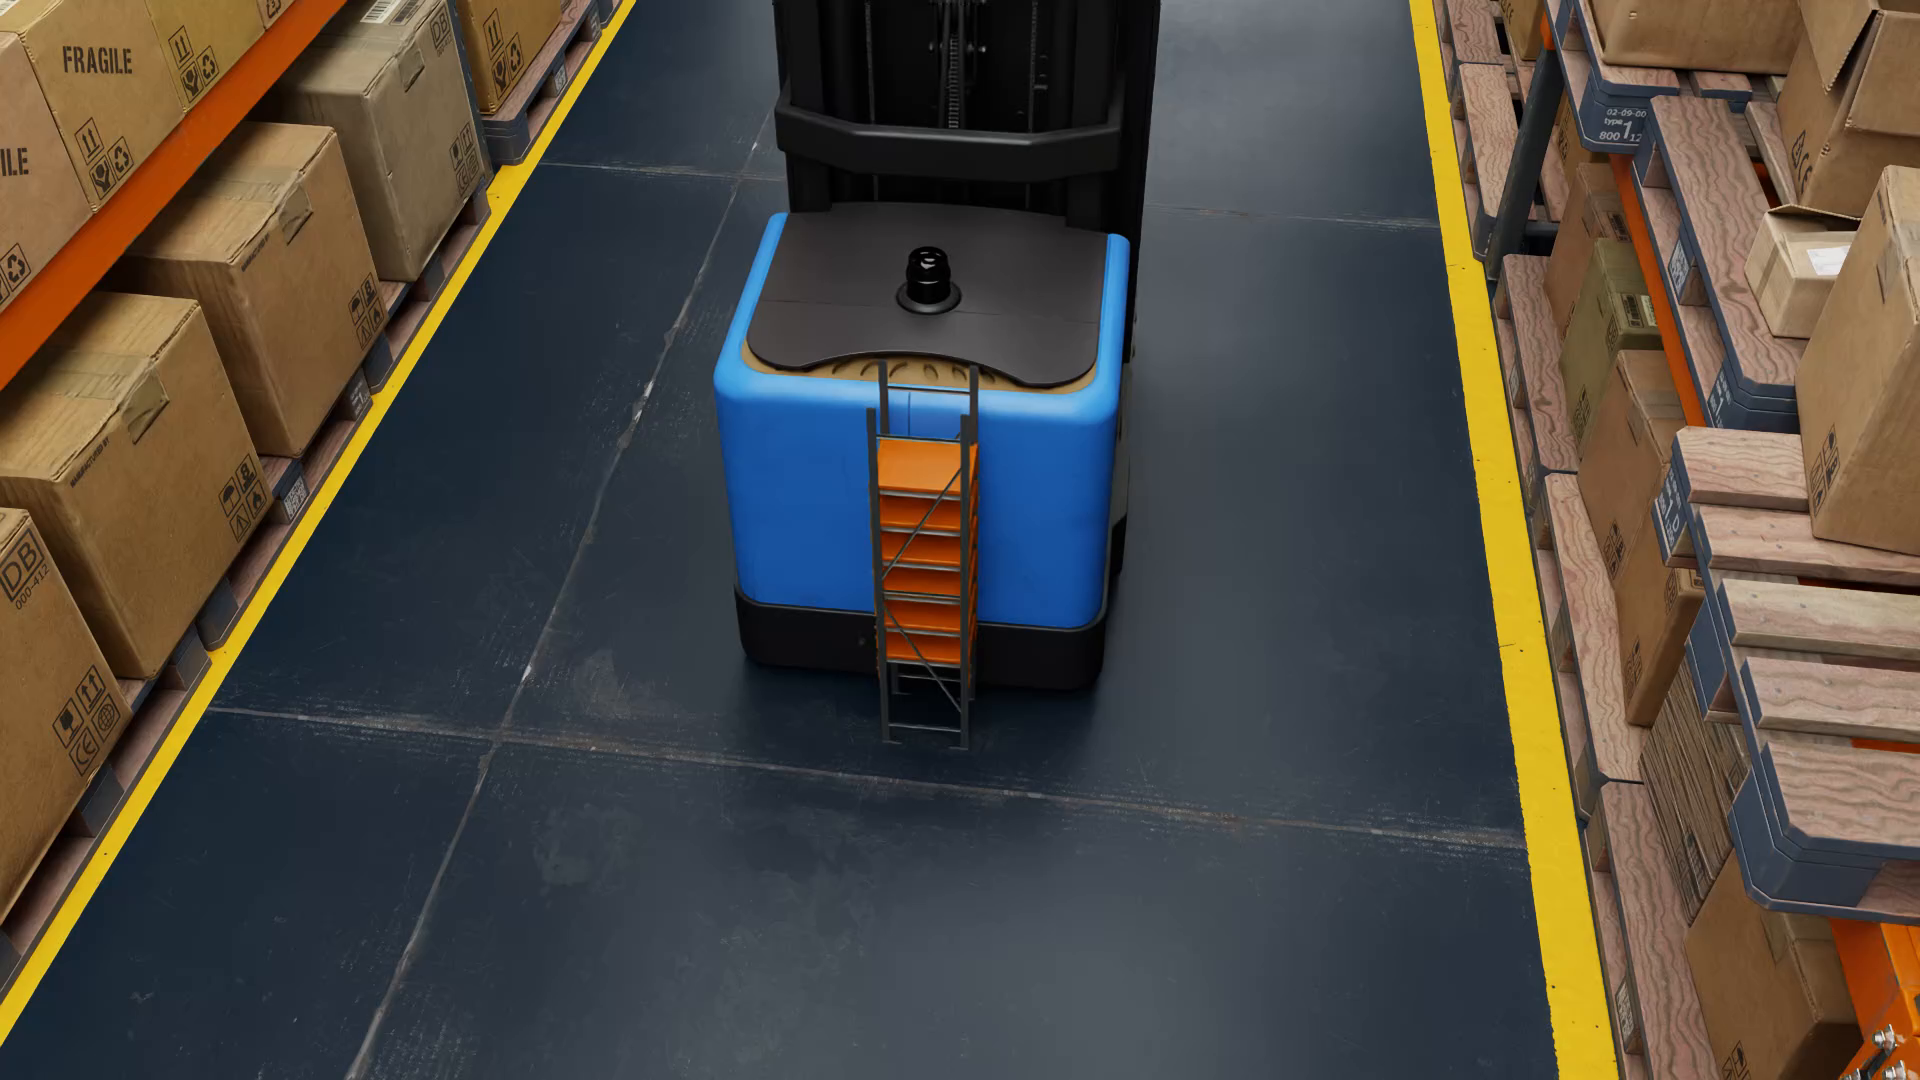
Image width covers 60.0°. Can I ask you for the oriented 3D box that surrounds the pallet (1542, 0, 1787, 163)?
[{"bbox_3d":[2.247,-1.480,4.771,1.003,0.211,1.213,5,44,6],"label":"pallet"}]

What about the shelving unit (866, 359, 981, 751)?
[{"bbox_3d":[-0.086,0.078,4.294,0.258,1.200,0.189,5,44,5],"label":"shelving unit"}]

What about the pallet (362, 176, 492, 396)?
[{"bbox_3d":[-2.438,-1.032,6.186,1.003,0.211,1.213,5,44,6],"label":"pallet"}]

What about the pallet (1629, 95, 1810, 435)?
[{"bbox_3d":[2.185,-0.615,3.857,1.003,0.211,1.213,5,44,6],"label":"pallet"}]

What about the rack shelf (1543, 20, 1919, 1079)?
[{"bbox_3d":[2.228,-0.433,4.049,1.077,0.370,4.000,5,44,6],"label":"rack shelf"}]

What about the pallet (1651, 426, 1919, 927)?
[{"bbox_3d":[1.952,0.243,2.951,1.213,0.211,1.003,5,44,6],"label":"pallet"}]

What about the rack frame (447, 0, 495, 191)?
[{"bbox_3d":[-2.410,-2.577,5.790,1.000,3.000,0.127,5,44,6],"label":"rack frame"}]

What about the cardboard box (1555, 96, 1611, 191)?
[{"bbox_3d":[2.585,-1.571,6.241,0.500,0.500,0.500,4,44,4],"label":"cardboard box"}]

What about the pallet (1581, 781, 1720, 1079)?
[{"bbox_3d":[2.069,1.149,3.883,1.003,0.211,1.213,5,44,6],"label":"pallet"}]

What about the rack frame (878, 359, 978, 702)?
[{"bbox_3d":[-0.076,0.016,4.360,0.240,1.200,0.006,5,44,5],"label":"rack frame"}]

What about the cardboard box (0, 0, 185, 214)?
[{"bbox_3d":[-2.413,-1.199,4.262,0.500,0.500,0.500,5,44,5],"label":"cardboard box"}]

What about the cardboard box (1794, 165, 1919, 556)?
[{"bbox_3d":[1.970,-0.281,2.987,0.700,0.500,0.500,11,45,12],"label":"cardboard box"}]

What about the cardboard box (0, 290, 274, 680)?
[{"bbox_3d":[-2.657,-0.190,4.600,1.050,0.750,0.750,6,44,6],"label":"cardboard box"}]

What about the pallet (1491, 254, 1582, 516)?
[{"bbox_3d":[2.391,-0.514,5.640,1.003,0.211,1.213,5,44,6],"label":"pallet"}]

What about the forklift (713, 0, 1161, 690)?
[{"bbox_3d":[0.047,-1.656,4.867,1.130,2.935,3.031,5,44,5],"label":"forklift"}]

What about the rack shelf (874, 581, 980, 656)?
[{"bbox_3d":[-0.086,0.198,4.408,0.258,0.103,0.180,5,44,5],"label":"rack shelf"}]

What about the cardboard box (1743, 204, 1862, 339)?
[{"bbox_3d":[1.917,-0.596,3.490,0.396,0.266,0.258,4,44,4],"label":"cardboard box"}]

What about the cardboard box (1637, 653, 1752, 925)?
[{"bbox_3d":[2.093,0.579,3.955,0.700,0.500,0.500,2,43,2],"label":"cardboard box"}]

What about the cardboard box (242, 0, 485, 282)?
[{"bbox_3d":[-2.403,-1.482,5.964,1.050,0.750,0.750,5,44,5],"label":"cardboard box"}]

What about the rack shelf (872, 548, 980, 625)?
[{"bbox_3d":[-0.086,0.111,4.325,0.258,0.103,0.180,5,44,5],"label":"rack shelf"}]

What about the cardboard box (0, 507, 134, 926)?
[{"bbox_3d":[-2.770,0.406,3.970,1.050,0.750,0.750,5,44,5],"label":"cardboard box"}]

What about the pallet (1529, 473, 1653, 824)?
[{"bbox_3d":[2.232,0.320,4.759,1.003,0.211,1.213,5,44,6],"label":"pallet"}]

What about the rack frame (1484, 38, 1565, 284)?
[{"bbox_3d":[2.493,-2.058,5.241,1.000,3.000,0.127,5,44,6],"label":"rack frame"}]

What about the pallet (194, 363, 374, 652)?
[{"bbox_3d":[-2.597,-0.198,5.306,1.003,0.211,1.213,5,44,6],"label":"pallet"}]

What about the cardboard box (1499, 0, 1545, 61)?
[{"bbox_3d":[2.658,-2.393,7.108,0.500,0.500,0.500,2,43,2],"label":"cardboard box"}]

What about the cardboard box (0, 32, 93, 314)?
[{"bbox_3d":[-2.481,-0.859,3.903,0.500,0.500,0.500,5,44,5],"label":"cardboard box"}]

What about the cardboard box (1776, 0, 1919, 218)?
[{"bbox_3d":[2.355,-1.058,3.805,0.797,0.503,0.637,9,44,10],"label":"cardboard box"}]

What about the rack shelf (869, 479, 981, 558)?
[{"bbox_3d":[-0.086,-0.064,4.160,0.258,0.103,0.180,5,44,5],"label":"rack shelf"}]

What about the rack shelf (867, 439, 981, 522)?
[{"bbox_3d":[-0.086,-0.151,4.078,0.258,0.103,0.180,5,44,5],"label":"rack shelf"}]

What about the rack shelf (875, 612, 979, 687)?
[{"bbox_3d":[-0.086,0.285,4.490,0.258,0.103,0.180,5,44,5],"label":"rack shelf"}]

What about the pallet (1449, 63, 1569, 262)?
[{"bbox_3d":[2.546,-1.506,6.687,1.003,0.211,1.213,5,44,6],"label":"pallet"}]

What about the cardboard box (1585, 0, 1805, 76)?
[{"bbox_3d":[2.249,-1.899,4.332,1.000,1.000,1.000,6,44,6],"label":"cardboard box"}]

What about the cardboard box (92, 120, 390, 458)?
[{"bbox_3d":[-2.535,-0.825,5.270,1.050,0.750,0.750,5,44,6],"label":"cardboard box"}]

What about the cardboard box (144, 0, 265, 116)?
[{"bbox_3d":[-2.348,-1.545,4.627,0.500,0.500,0.500,6,44,6],"label":"cardboard box"}]

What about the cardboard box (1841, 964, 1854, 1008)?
[{"bbox_3d":[2.023,0.685,3.298,0.500,0.250,0.500,7,44,7],"label":"cardboard box"}]

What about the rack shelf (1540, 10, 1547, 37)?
[{"bbox_3d":[2.757,-3.159,6.928,1.077,0.370,4.000,5,44,6],"label":"rack shelf"}]

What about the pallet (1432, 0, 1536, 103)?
[{"bbox_3d":[2.705,-2.340,7.568,1.003,0.211,1.213,5,44,6],"label":"pallet"}]

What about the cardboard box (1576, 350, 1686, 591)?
[{"bbox_3d":[2.235,-0.188,4.765,0.700,0.500,0.500,2,43,2],"label":"cardboard box"}]

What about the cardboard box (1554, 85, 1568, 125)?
[{"bbox_3d":[2.653,-1.962,6.653,0.500,0.500,0.500,19,46,19],"label":"cardboard box"}]

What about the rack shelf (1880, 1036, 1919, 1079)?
[{"bbox_3d":[1.699,2.293,1.170,1.077,0.370,4.000,5,44,6],"label":"rack shelf"}]

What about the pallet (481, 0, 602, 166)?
[{"bbox_3d":[-2.232,-2.076,7.289,1.003,0.211,1.213,5,44,6],"label":"pallet"}]

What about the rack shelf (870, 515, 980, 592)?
[{"bbox_3d":[-0.086,0.024,4.243,0.258,0.103,0.180,5,44,5],"label":"rack shelf"}]

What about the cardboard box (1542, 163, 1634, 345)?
[{"bbox_3d":[2.390,-0.893,5.510,0.700,0.500,0.500,2,43,2],"label":"cardboard box"}]

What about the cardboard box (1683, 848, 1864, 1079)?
[{"bbox_3d":[2.033,0.958,3.555,0.700,0.500,0.500,3,44,3],"label":"cardboard box"}]

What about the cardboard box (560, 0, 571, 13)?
[{"bbox_3d":[-2.143,-2.995,7.472,0.875,0.875,0.875,6,44,6],"label":"cardboard box"}]

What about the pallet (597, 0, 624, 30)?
[{"bbox_3d":[-2.074,-2.910,8.169,1.003,0.211,1.213,5,44,6],"label":"pallet"}]

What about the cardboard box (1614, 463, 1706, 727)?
[{"bbox_3d":[2.161,0.192,4.364,0.700,0.500,0.500,9,44,9],"label":"cardboard box"}]

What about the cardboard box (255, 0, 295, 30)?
[{"bbox_3d":[-2.281,-1.889,4.991,0.500,0.500,0.500,5,44,5],"label":"cardboard box"}]

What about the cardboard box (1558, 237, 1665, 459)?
[{"bbox_3d":[2.308,-0.570,5.168,0.700,0.500,0.500,5,44,5],"label":"cardboard box"}]

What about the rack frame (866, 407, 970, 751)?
[{"bbox_3d":[-0.097,0.141,4.228,0.240,1.200,0.006,5,44,5],"label":"rack frame"}]

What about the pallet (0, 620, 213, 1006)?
[{"bbox_3d":[-2.760,0.631,4.430,1.003,0.211,1.213,5,44,6],"label":"pallet"}]

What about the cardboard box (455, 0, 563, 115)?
[{"bbox_3d":[-2.258,-2.381,6.822,0.875,0.875,0.875,6,44,6],"label":"cardboard box"}]
